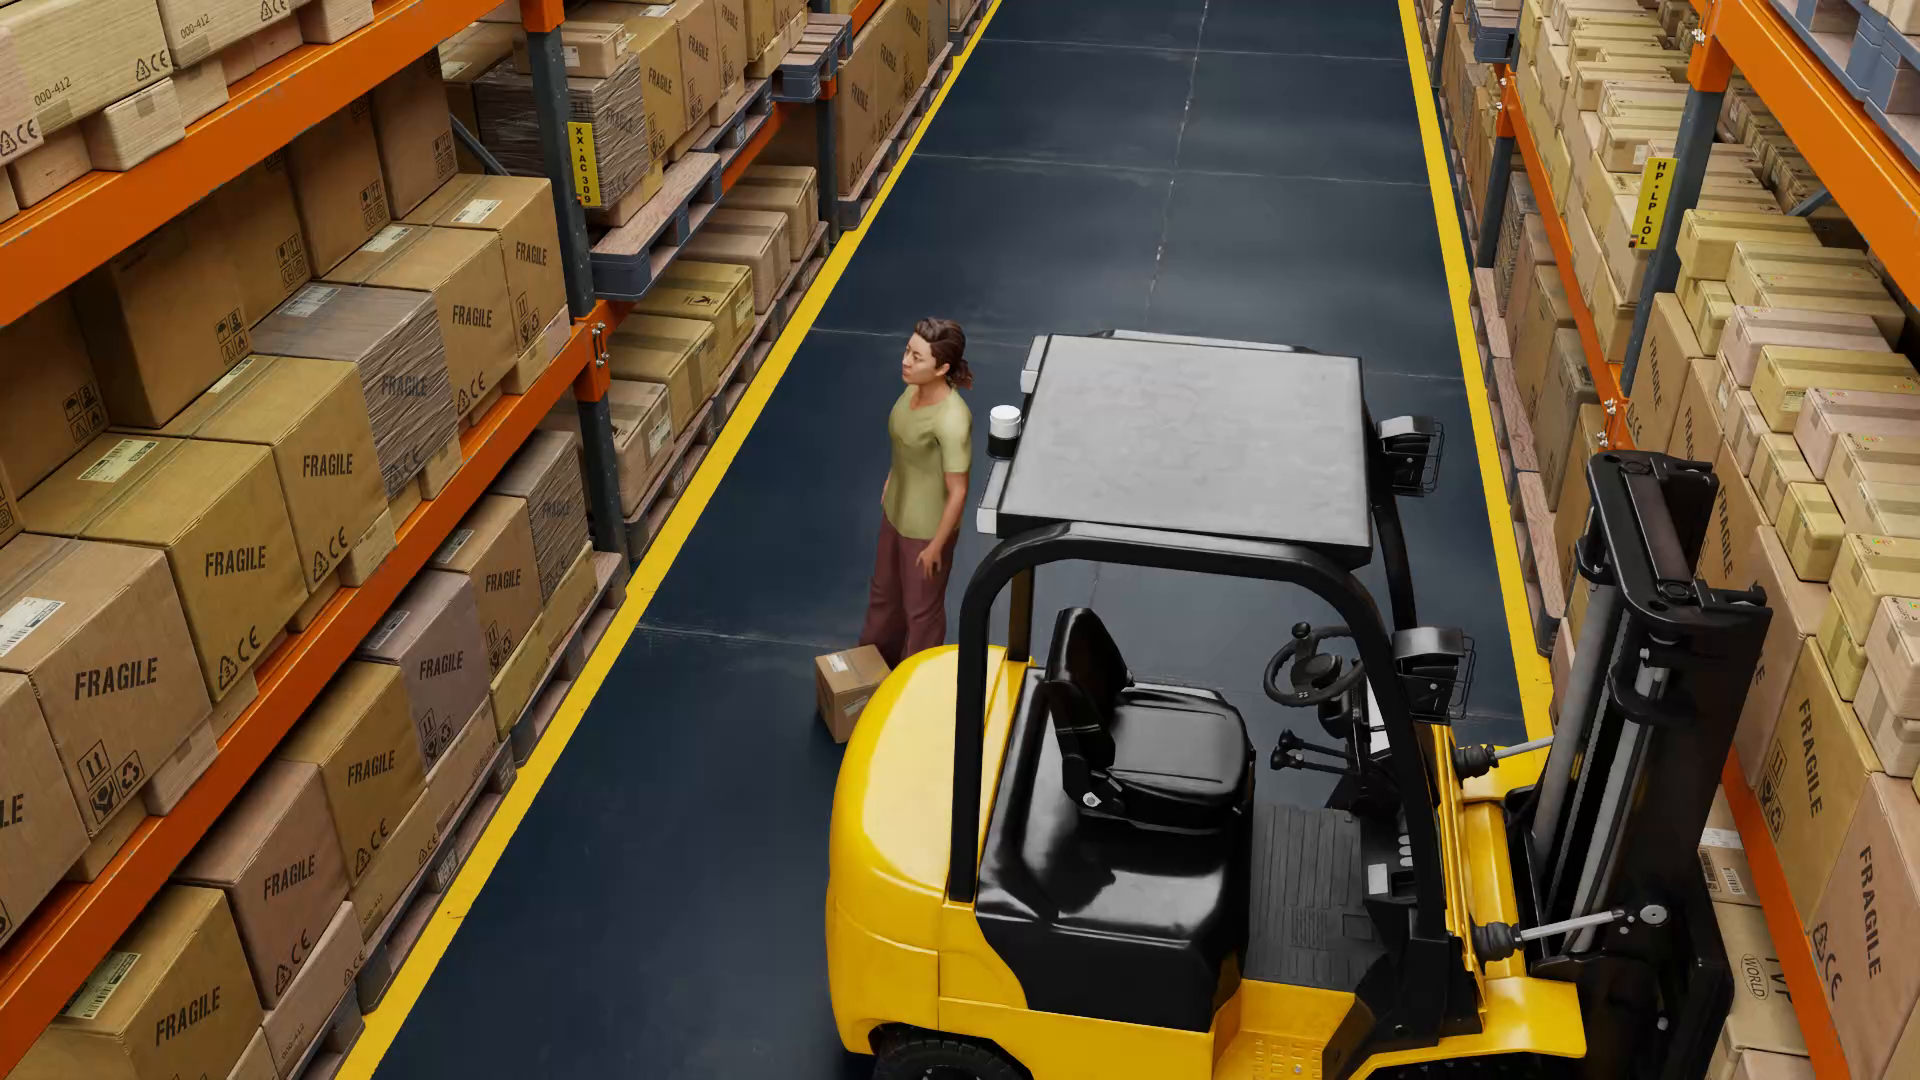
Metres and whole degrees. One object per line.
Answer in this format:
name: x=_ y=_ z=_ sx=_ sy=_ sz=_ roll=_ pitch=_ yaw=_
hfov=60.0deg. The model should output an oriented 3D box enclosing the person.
person: x=-0.216 y=-0.063 z=6.221 sx=0.548 sy=1.674 sz=0.553 roll=-11 pitch=34 yaw=-16
